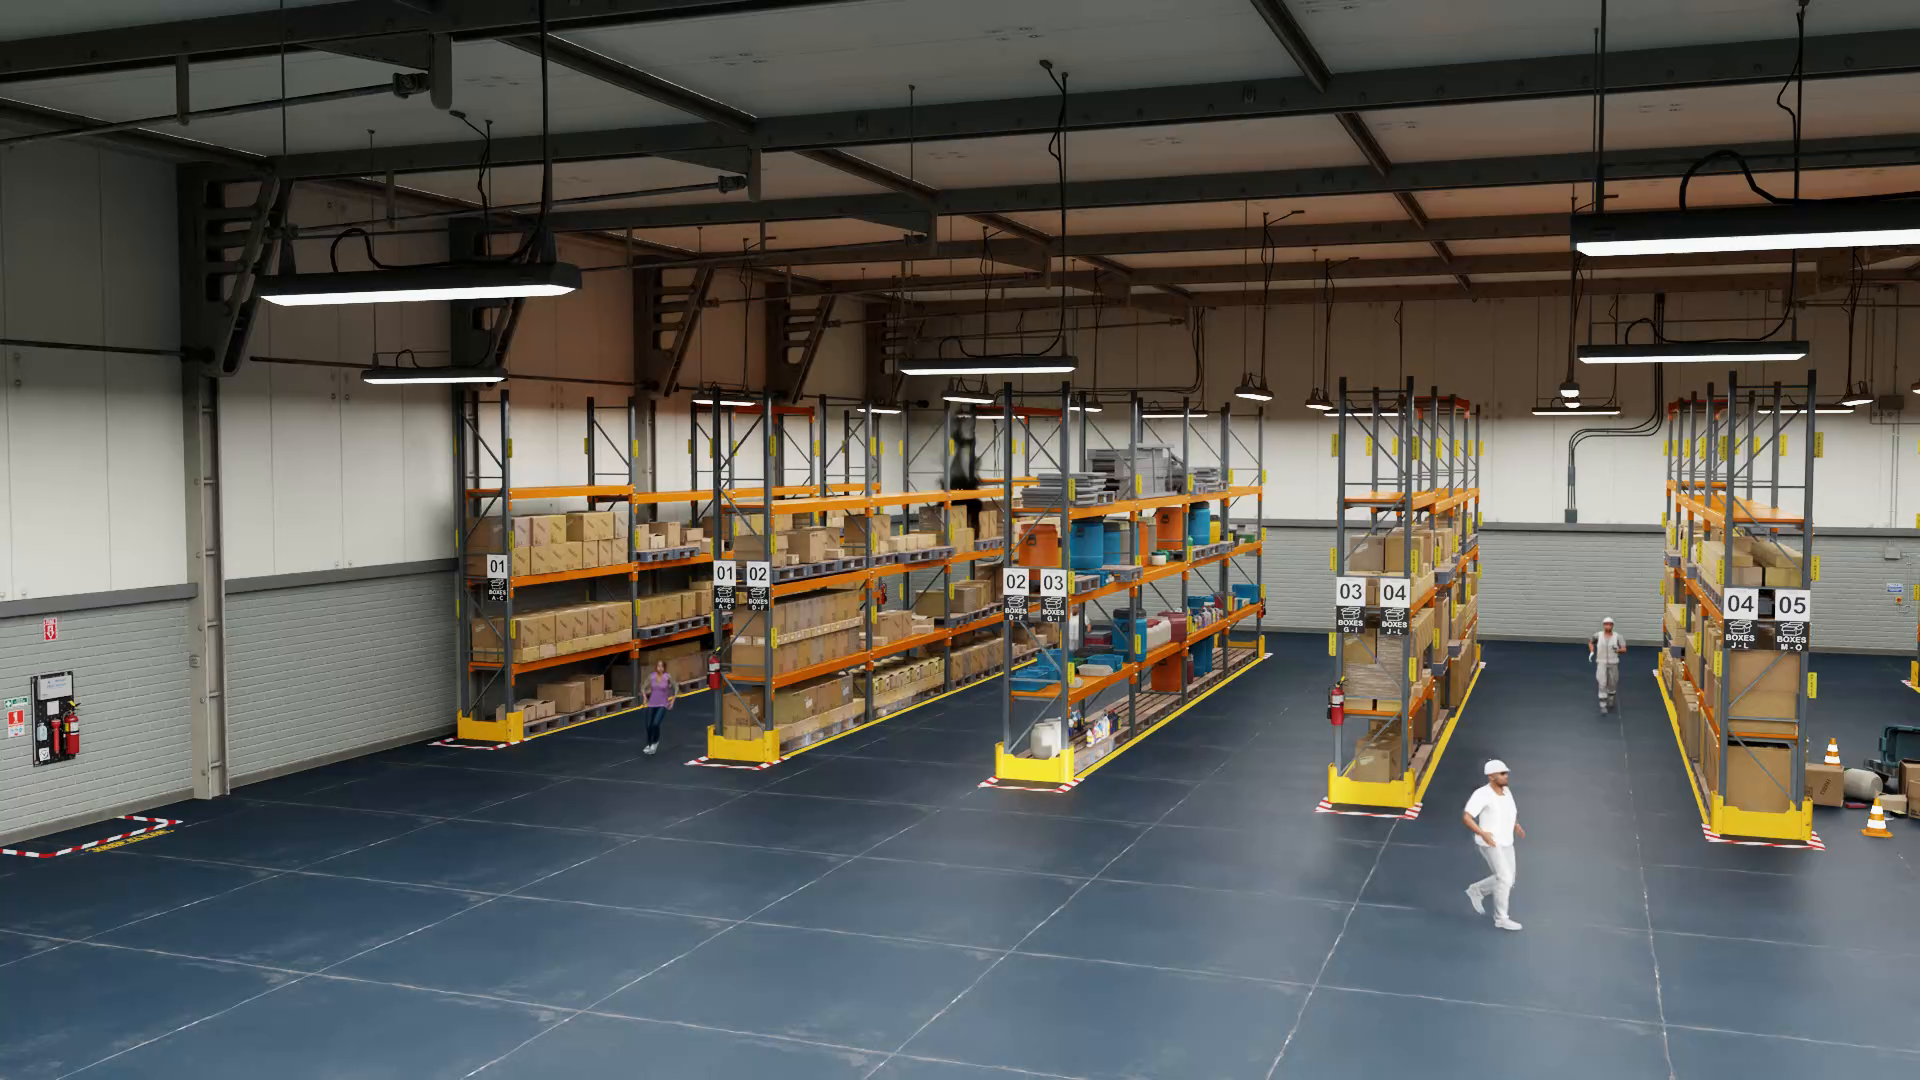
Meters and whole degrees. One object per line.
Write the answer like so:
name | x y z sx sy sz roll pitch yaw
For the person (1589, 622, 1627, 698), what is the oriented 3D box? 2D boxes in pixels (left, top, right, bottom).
person | 12.225 2.243 31.388 0.659 1.470 0.687 1 3 19

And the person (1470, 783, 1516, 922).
person | 5.577 3.265 17.471 0.436 1.429 0.574 -2 4 -38

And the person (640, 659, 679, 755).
person | -4.927 2.723 27.170 0.604 1.553 0.547 0 3 7

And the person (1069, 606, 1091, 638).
person | 2.538 2.193 36.546 0.639 1.592 0.550 1 3 13
